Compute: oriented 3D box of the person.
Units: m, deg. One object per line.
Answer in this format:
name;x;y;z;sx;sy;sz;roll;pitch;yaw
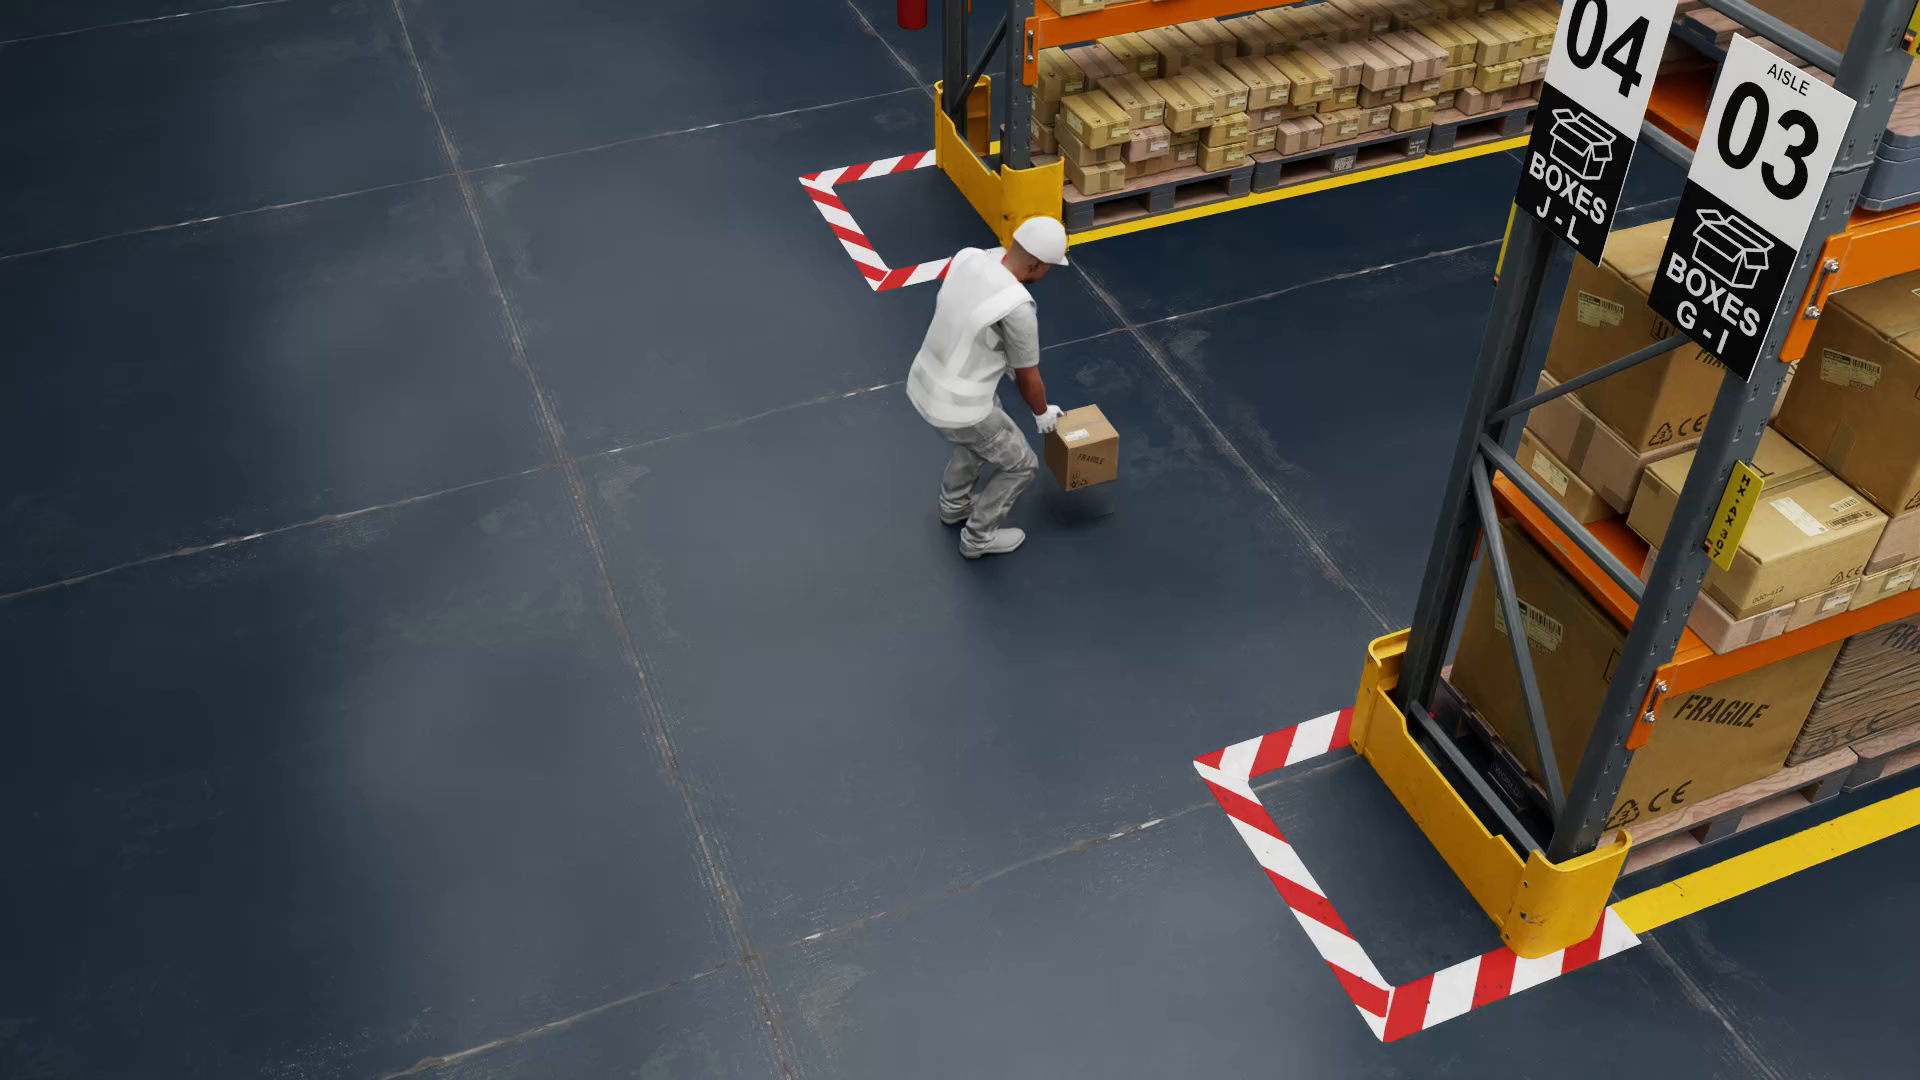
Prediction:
person;0.115;-0.654;7.082;0.696;1.526;0.608;-15;44;-16
